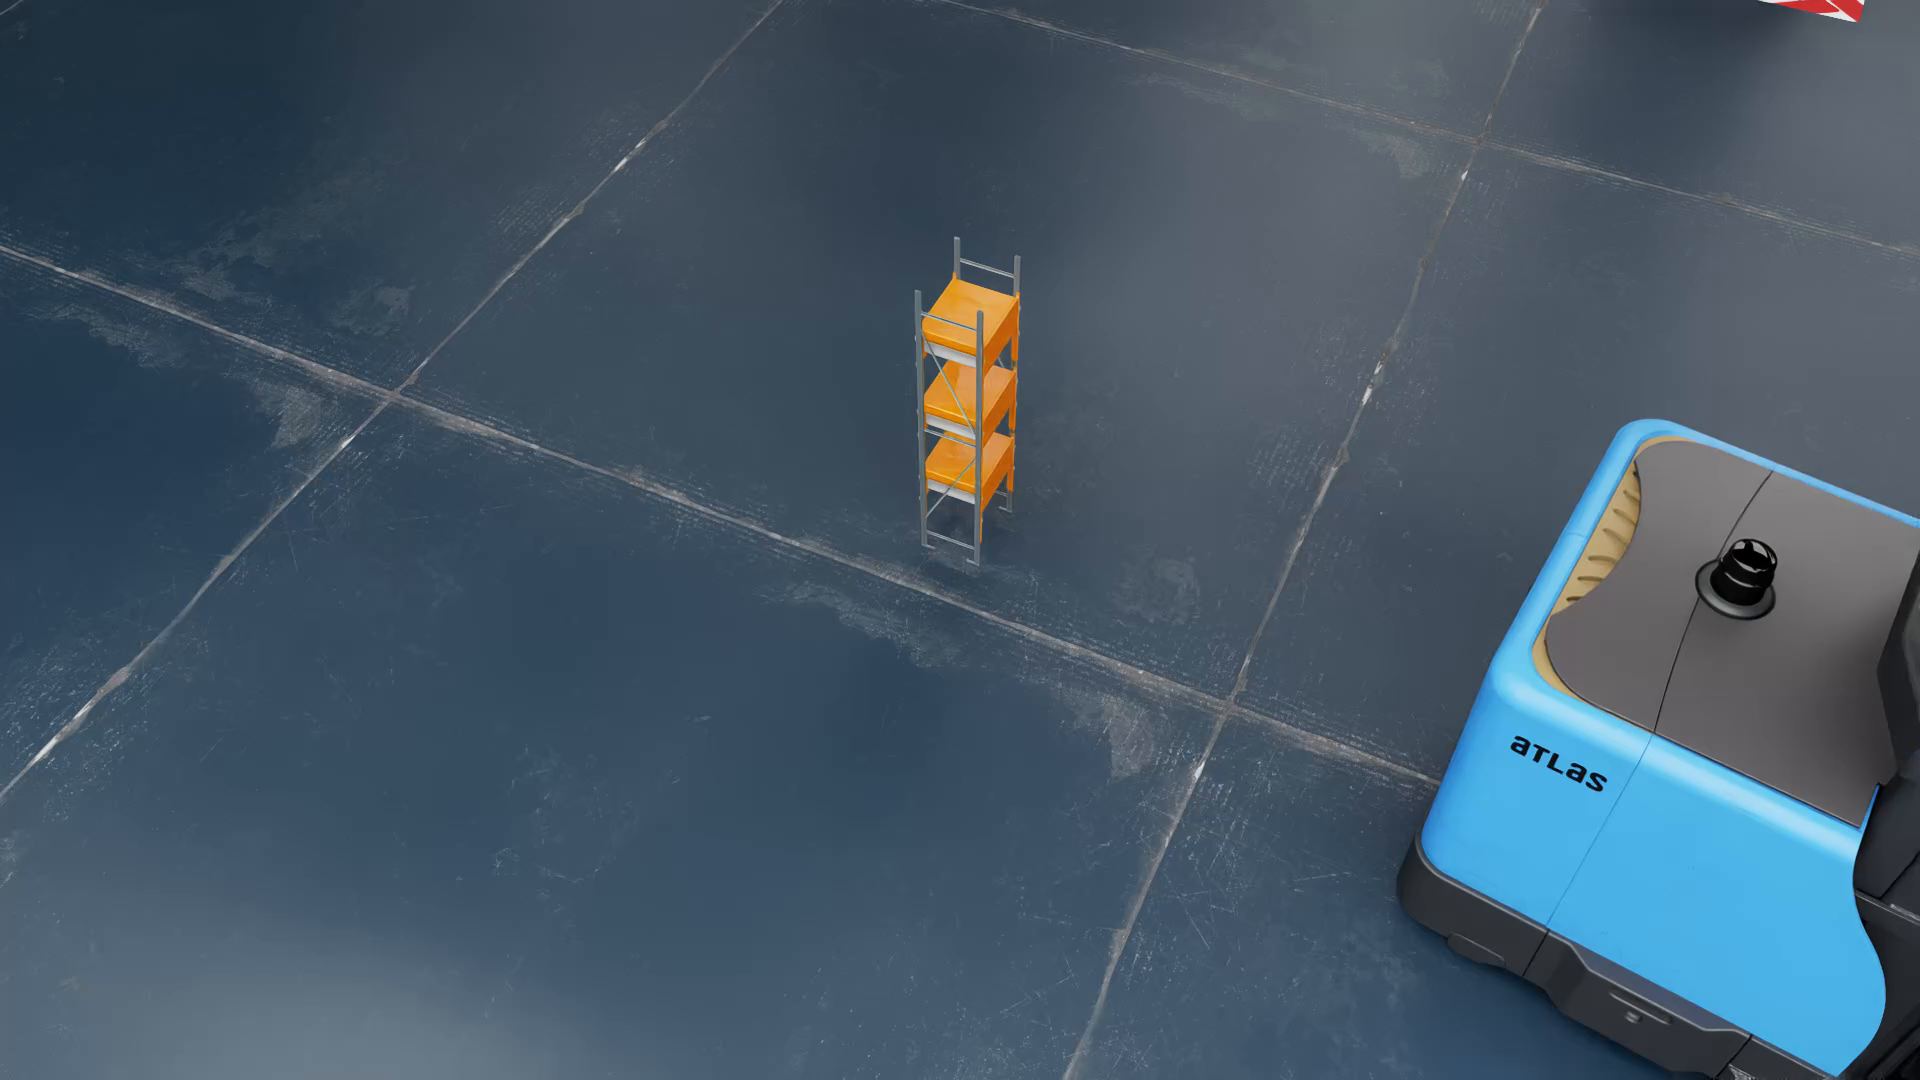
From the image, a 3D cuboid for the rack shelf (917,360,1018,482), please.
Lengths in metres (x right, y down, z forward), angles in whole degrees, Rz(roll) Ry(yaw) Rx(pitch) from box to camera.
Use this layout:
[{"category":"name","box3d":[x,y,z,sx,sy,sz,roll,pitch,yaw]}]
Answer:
[{"category":"rack shelf","box3d":[0.023,-0.370,4.890,0.215,0.259,0.240,20,52,16]}]

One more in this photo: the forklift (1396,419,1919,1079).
[{"category":"forklift","box3d":[2.661,0.342,3.035,3.031,2.935,1.130,26,55,21]}]

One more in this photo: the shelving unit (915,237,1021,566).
[{"category":"shelving unit","box3d":[0.023,-0.377,4.882,0.215,1.050,0.252,20,52,16]}]

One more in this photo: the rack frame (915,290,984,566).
[{"category":"rack frame","box3d":[-0.029,-0.293,4.810,0.200,1.050,0.008,20,52,16]}]

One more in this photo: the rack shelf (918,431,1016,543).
[{"category":"rack shelf","box3d":[0.023,-0.190,5.101,0.215,0.259,0.240,20,52,16]}]

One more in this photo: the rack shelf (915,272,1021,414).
[{"category":"rack shelf","box3d":[0.023,-0.554,4.673,0.215,0.259,0.240,20,52,16]}]

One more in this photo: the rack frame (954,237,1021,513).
[{"category":"rack frame","box3d":[0.075,-0.461,4.953,0.200,1.050,0.008,20,52,16]}]
